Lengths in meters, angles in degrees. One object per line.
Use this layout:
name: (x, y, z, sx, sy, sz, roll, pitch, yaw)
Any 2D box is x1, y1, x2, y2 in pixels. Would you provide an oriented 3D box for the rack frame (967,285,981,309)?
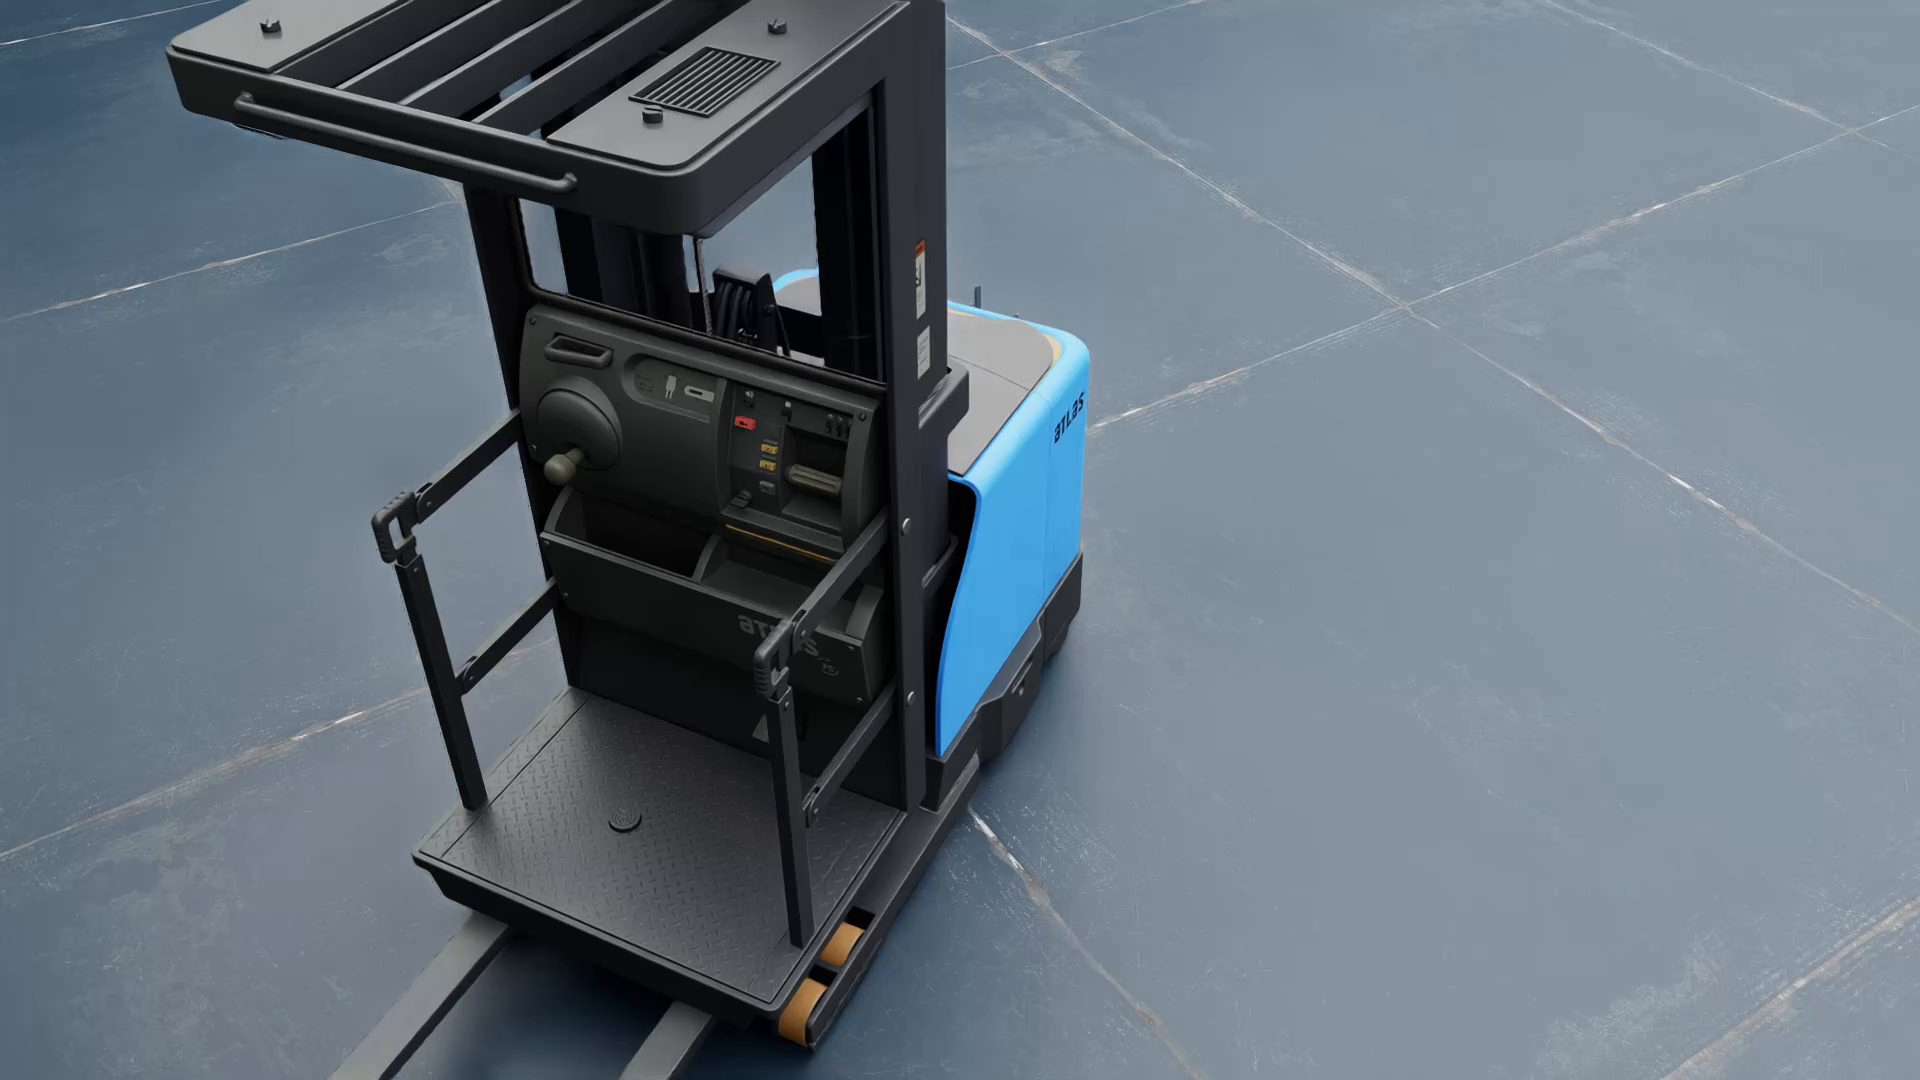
rack frame: (-0.033, -0.427, 5.559, 0.240, 0.900, 0.006, -23, 45, -25)

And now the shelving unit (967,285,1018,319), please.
shelving unit: (0.024, -0.373, 5.494, 0.258, 0.900, 0.210, -23, 45, -25)

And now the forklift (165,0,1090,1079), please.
forklift: (-0.711, -0.175, 3.670, 1.130, 2.935, 3.031, 17, 43, 20)

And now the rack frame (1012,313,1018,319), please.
rack frame: (0.080, -0.319, 5.430, 0.240, 0.900, 0.006, -23, 45, -25)
